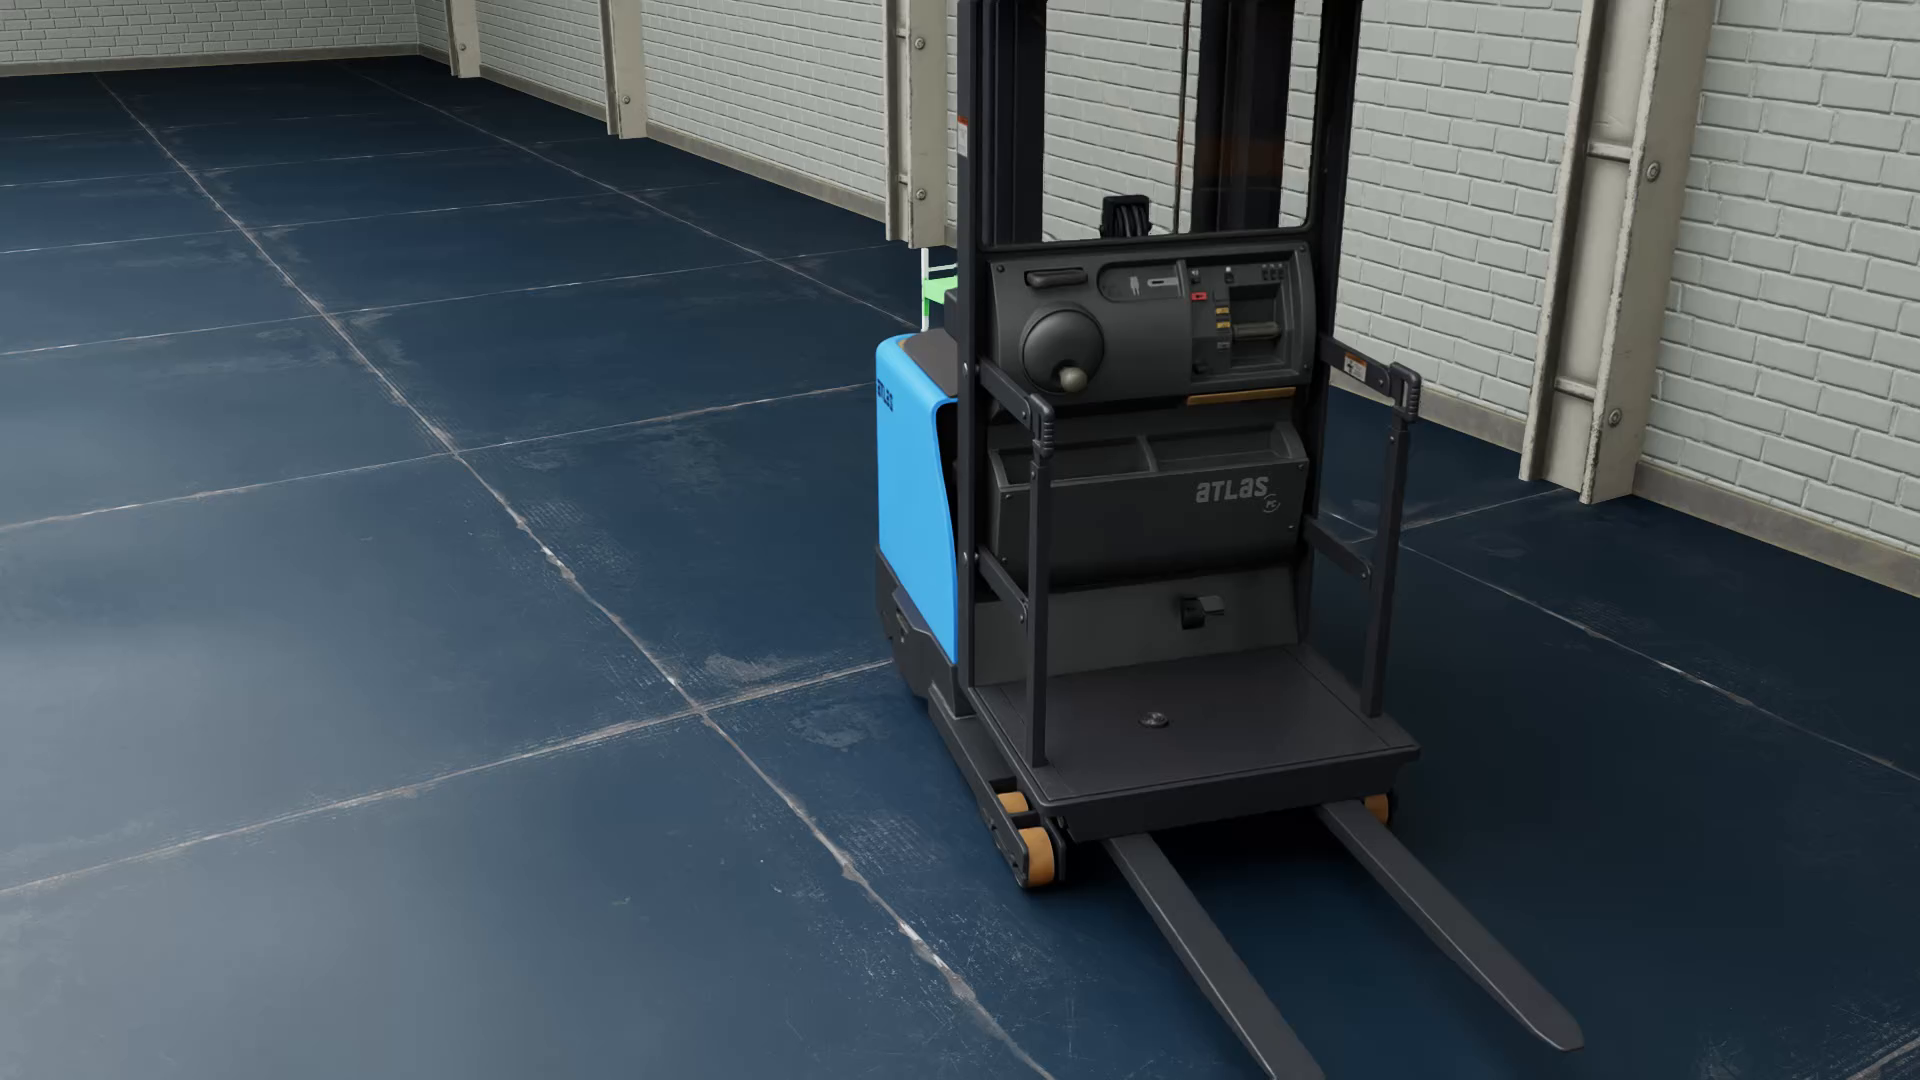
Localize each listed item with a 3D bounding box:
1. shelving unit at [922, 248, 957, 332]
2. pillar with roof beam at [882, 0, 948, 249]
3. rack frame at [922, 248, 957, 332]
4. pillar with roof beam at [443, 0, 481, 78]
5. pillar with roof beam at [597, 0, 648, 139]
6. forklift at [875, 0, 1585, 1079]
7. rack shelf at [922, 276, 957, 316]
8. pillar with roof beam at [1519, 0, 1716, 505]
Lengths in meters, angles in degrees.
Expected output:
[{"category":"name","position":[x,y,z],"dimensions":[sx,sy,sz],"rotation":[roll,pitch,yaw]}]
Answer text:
[{"category":"shelving unit","position":[0.085,-0.502,6.454],"dimensions":[0.258,1.200,0.503],"rotation":[-13,25,-28]},{"category":"pillar with roof beam","position":[-4.017,-5.529,8.463],"dimensions":[9.100,9.000,0.400],"rotation":[-13,25,-28]},{"category":"rack frame","position":[-0.040,-0.581,6.648],"dimensions":[0.240,1.200,0.015],"rotation":[-13,25,-28]},{"category":"pillar with roof beam","position":[-10.147,-9.413,18.020],"dimensions":[9.100,9.000,0.400],"rotation":[-13,25,-28]},{"category":"pillar with roof beam","position":[-7.082,-7.471,13.242],"dimensions":[9.100,9.000,0.400],"rotation":[-13,25,-28]},{"category":"forklift","position":[0.598,-0.581,4.349],"dimensions":[1.130,2.935,3.031],"rotation":[-6,23,-15]},{"category":"rack shelf","position":[0.085,-0.888,6.297],"dimensions":[0.258,0.148,0.480],"rotation":[-13,25,-28]},{"category":"pillar with roof beam","position":[-0.952,-3.587,3.685],"dimensions":[9.100,9.000,0.400],"rotation":[-13,25,-28]}]
